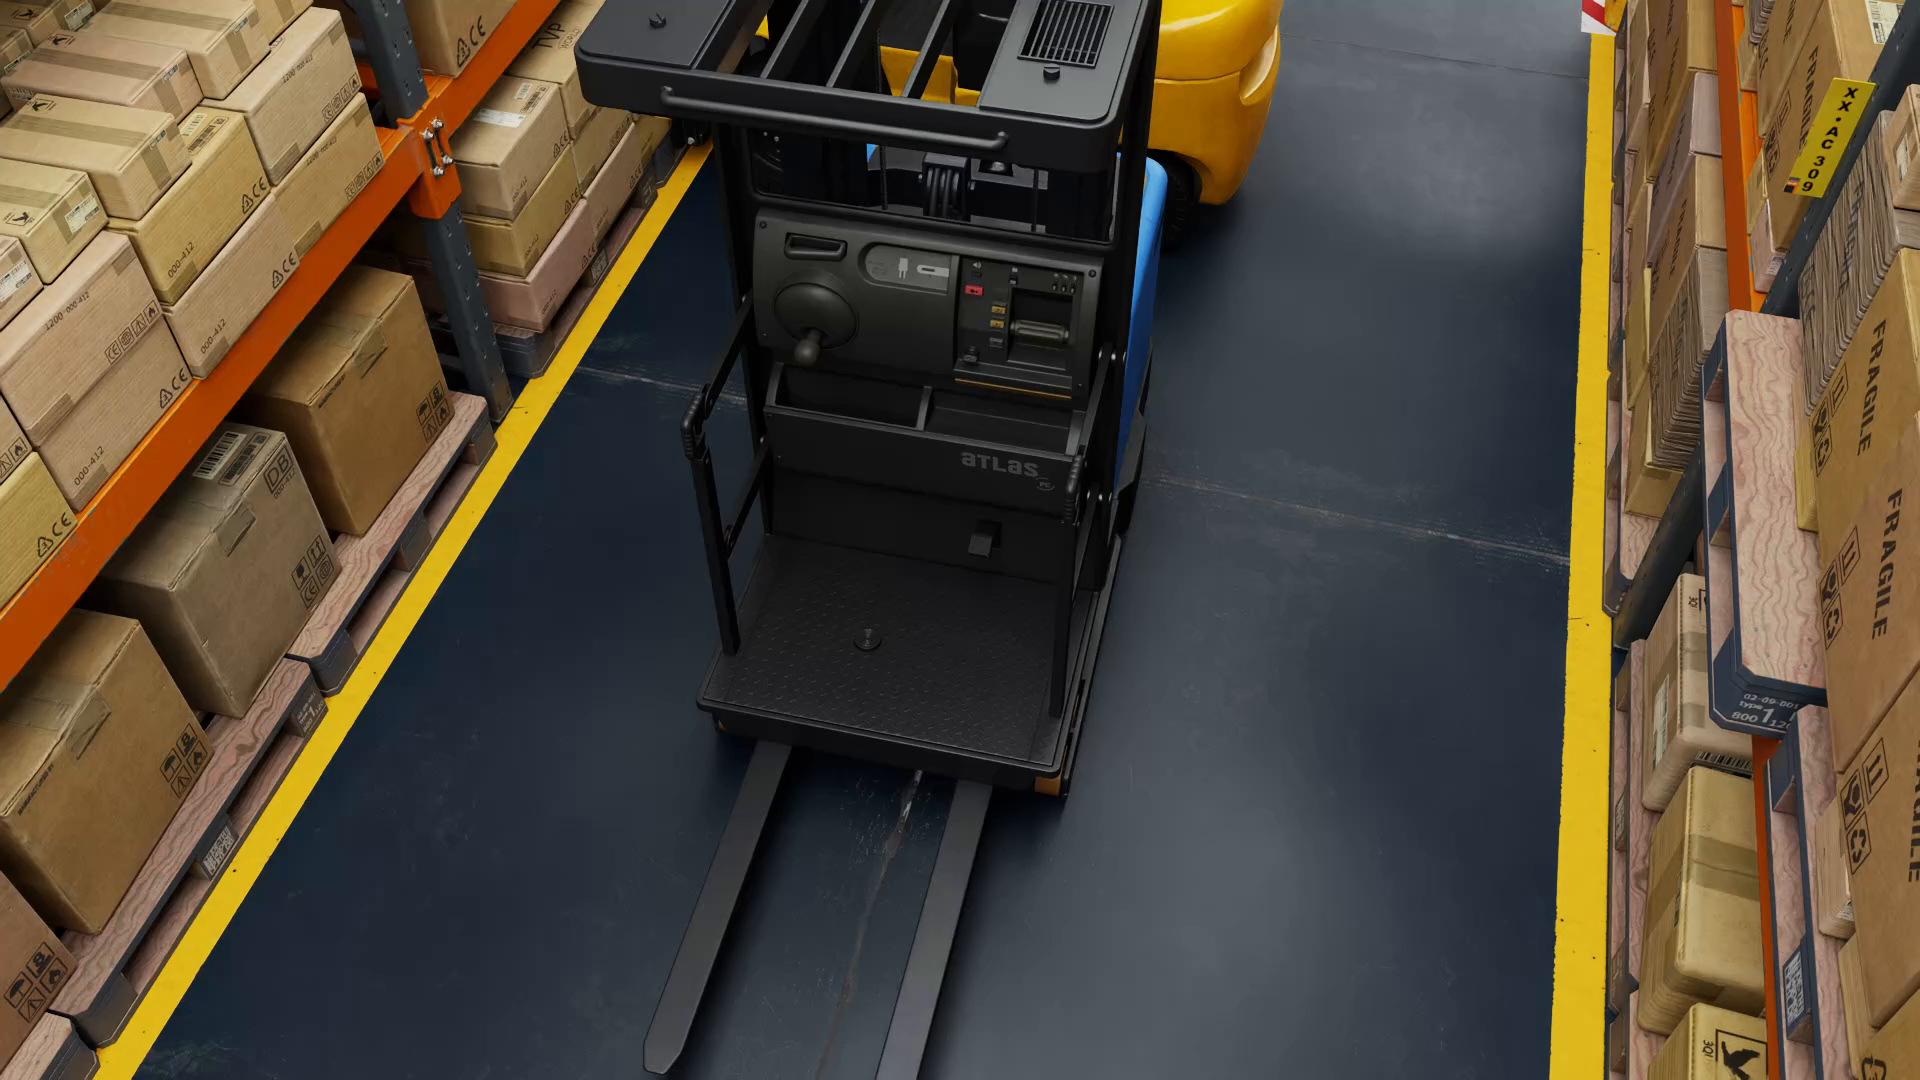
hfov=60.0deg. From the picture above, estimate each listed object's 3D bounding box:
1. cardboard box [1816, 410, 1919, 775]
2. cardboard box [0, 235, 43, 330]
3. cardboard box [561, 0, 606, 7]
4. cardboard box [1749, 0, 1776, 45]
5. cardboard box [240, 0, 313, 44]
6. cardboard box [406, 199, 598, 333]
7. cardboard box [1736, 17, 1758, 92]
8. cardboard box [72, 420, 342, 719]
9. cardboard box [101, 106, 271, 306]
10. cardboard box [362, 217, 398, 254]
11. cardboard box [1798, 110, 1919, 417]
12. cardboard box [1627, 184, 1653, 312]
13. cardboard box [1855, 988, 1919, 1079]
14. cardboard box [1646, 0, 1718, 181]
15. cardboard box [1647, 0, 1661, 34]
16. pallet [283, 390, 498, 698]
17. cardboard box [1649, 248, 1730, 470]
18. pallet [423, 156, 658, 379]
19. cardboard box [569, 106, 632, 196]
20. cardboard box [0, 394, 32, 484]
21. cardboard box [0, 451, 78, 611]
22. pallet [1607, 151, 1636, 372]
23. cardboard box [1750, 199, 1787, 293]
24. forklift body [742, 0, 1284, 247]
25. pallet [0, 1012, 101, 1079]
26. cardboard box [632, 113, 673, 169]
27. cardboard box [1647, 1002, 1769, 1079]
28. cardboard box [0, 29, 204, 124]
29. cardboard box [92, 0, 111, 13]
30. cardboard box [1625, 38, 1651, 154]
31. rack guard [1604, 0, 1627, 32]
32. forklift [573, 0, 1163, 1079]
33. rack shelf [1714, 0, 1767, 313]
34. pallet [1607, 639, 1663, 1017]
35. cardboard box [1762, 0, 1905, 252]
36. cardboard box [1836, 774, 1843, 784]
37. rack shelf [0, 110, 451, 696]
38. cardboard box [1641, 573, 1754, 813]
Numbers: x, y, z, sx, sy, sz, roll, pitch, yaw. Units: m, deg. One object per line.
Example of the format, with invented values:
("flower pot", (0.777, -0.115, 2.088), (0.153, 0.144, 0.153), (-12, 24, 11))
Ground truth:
("cardboard box", (1.956, 0.147, 3.074), (0.500, 0.500, 0.500), (11, 50, 10))
("cardboard box", (-2.342, -0.586, 3.767), (0.380, 0.149, 0.250), (12, 50, 10))
("cardboard box", (-1.464, -2.137, 6.522), (0.500, 0.250, 0.500), (13, 50, 11))
("cardboard box", (2.769, -1.834, 5.103), (0.500, 0.500, 0.500), (13, 50, 11))
("cardboard box", (-2.034, -1.516, 4.588), (0.380, 0.149, 0.250), (13, 50, 11))
("cardboard box", (-1.712, -1.072, 6.250), (0.500, 0.250, 0.500), (12, 50, 10))
("cardboard box", (2.686, -1.527, 5.265), (0.380, 0.149, 0.250), (11, 49, 9))
("cardboard box", (-2.497, 0.027, 5.029), (0.875, 0.625, 0.625), (11, 50, 10))
("cardboard box", (-2.170, -0.895, 4.306), (0.500, 0.250, 0.500), (10, 49, 9))
("cardboard box", (-2.228, -1.346, 6.158), (0.500, 0.250, 0.500), (11, 49, 9))
("cardboard box", (2.231, -0.570, 3.707), (0.500, 0.500, 0.500), (13, 50, 11))
("cardboard box", (2.796, -1.046, 6.226), (0.500, 0.250, 0.500), (12, 50, 11))
("cardboard box", (1.687, 0.916, 2.396), (0.500, 0.500, 0.500), (9, 49, 7))
("cardboard box", (2.926, -1.666, 6.273), (0.500, 0.500, 0.500), (12, 50, 11))
("cardboard box", (3.199, -2.406, 6.927), (0.500, 0.500, 0.500), (10, 49, 9))
("pallet", (-2.315, -0.096, 5.693), (1.003, 0.211, 1.213), (12, 50, 10))
("cardboard box", (2.528, -0.540, 5.280), (0.500, 0.500, 0.500), (11, 49, 10))
("pallet", (-1.909, -1.203, 6.671), (1.003, 0.211, 1.213), (12, 50, 10))
("cardboard box", (-1.603, -1.607, 6.388), (0.500, 0.250, 0.500), (11, 50, 10))
("cardboard box", (-2.461, -0.166, 3.662), (0.500, 0.250, 0.500), (12, 50, 11))
("cardboard box", (-2.455, 0.000, 3.850), (0.500, 0.250, 0.500), (13, 50, 11))
("pallet", (3.093, -1.037, 6.525), (1.003, 0.211, 1.213), (12, 50, 10))
("cardboard box", (2.422, -0.792, 4.615), (0.380, 0.149, 0.250), (11, 50, 10))
("forklift body", (0.155, -2.440, 6.469), (2.313, 2.155, 1.214), (12, 50, 10))
("pallet", (-2.957, 1.669, 4.136), (1.003, 0.211, 1.213), (12, 50, 10))
("cardboard box", (-1.473, -1.818, 6.907), (0.500, 0.250, 0.500), (12, 50, 11))
("cardboard box", (2.128, 1.552, 3.852), (0.950, 0.372, 0.625), (13, 50, 11))
("cardboard box", (-2.200, -1.159, 4.273), (0.380, 0.149, 0.250), (12, 50, 10))
("cardboard box", (-2.458, -1.595, 4.657), (0.380, 0.149, 0.250), (11, 49, 9))
("cardboard box", (3.063, -1.808, 6.899), (0.500, 0.250, 0.500), (13, 50, 11))
("rack guard", (3.664, -2.593, 7.705), (1.175, 0.500, 0.348), (12, 50, 10))
("forklift", (-0.146, -0.515, 4.250), (1.121, 2.935, 3.031), (10, 49, 9))
("rack shelf", (3.157, -1.791, 5.810), (1.077, 0.370, 4.000), (12, 50, 10))
("pallet", (2.428, 0.904, 4.811), (1.003, 0.211, 1.213), (12, 50, 10))
("cardboard box", (2.508, -1.084, 4.441), (0.500, 0.500, 0.500), (10, 49, 9))
("cardboard box", (1.931, 0.455, 3.235), (0.380, 0.149, 0.250), (12, 50, 10))
("rack shelf", (-2.685, 0.126, 4.118), (1.077, 0.370, 4.000), (12, 50, 10))
("cardboard box", (2.495, 0.528, 4.756), (0.950, 0.372, 0.625), (12, 50, 11))
